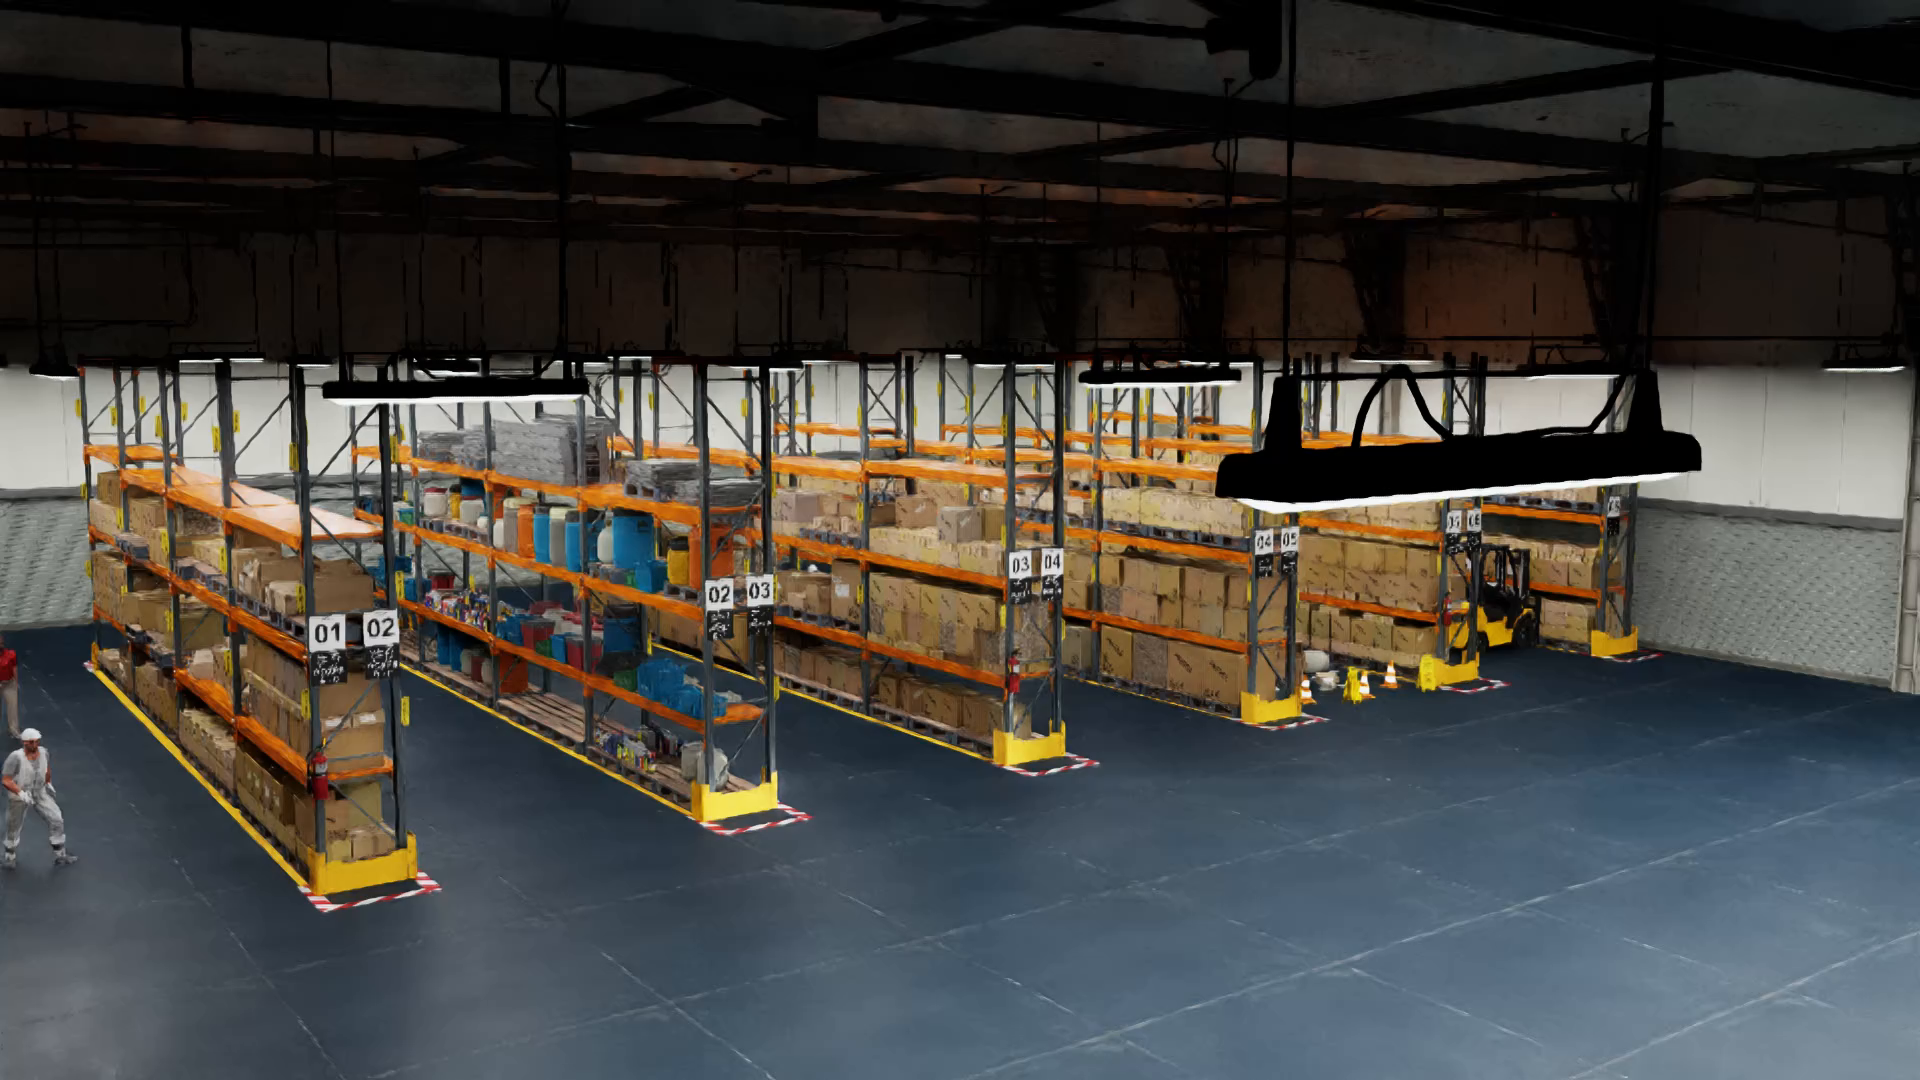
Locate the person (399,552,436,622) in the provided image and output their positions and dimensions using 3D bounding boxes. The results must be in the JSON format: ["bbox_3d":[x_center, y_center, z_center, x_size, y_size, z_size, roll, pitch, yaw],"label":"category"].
[{"bbox_3d":[-12.158,1.036,37.052,0.807,1.610,0.639,5,9,38],"label":"person"}]

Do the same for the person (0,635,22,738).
[{"bbox_3d":[-15.227,2.307,26.370,0.542,1.645,1.126,-4,8,-32],"label":"person"}]

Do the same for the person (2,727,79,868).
[{"bbox_3d":[-11.105,3.065,19.876,0.805,1.722,0.685,5,9,36],"label":"person"}]

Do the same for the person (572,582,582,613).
[{"bbox_3d":[-8.191,1.183,35.543,0.477,1.675,0.491,-1,7,-9],"label":"person"}]

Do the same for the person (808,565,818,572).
[{"bbox_3d":[-2.942,1.364,33.611,0.628,1.766,0.446,3,8,23],"label":"person"}]
